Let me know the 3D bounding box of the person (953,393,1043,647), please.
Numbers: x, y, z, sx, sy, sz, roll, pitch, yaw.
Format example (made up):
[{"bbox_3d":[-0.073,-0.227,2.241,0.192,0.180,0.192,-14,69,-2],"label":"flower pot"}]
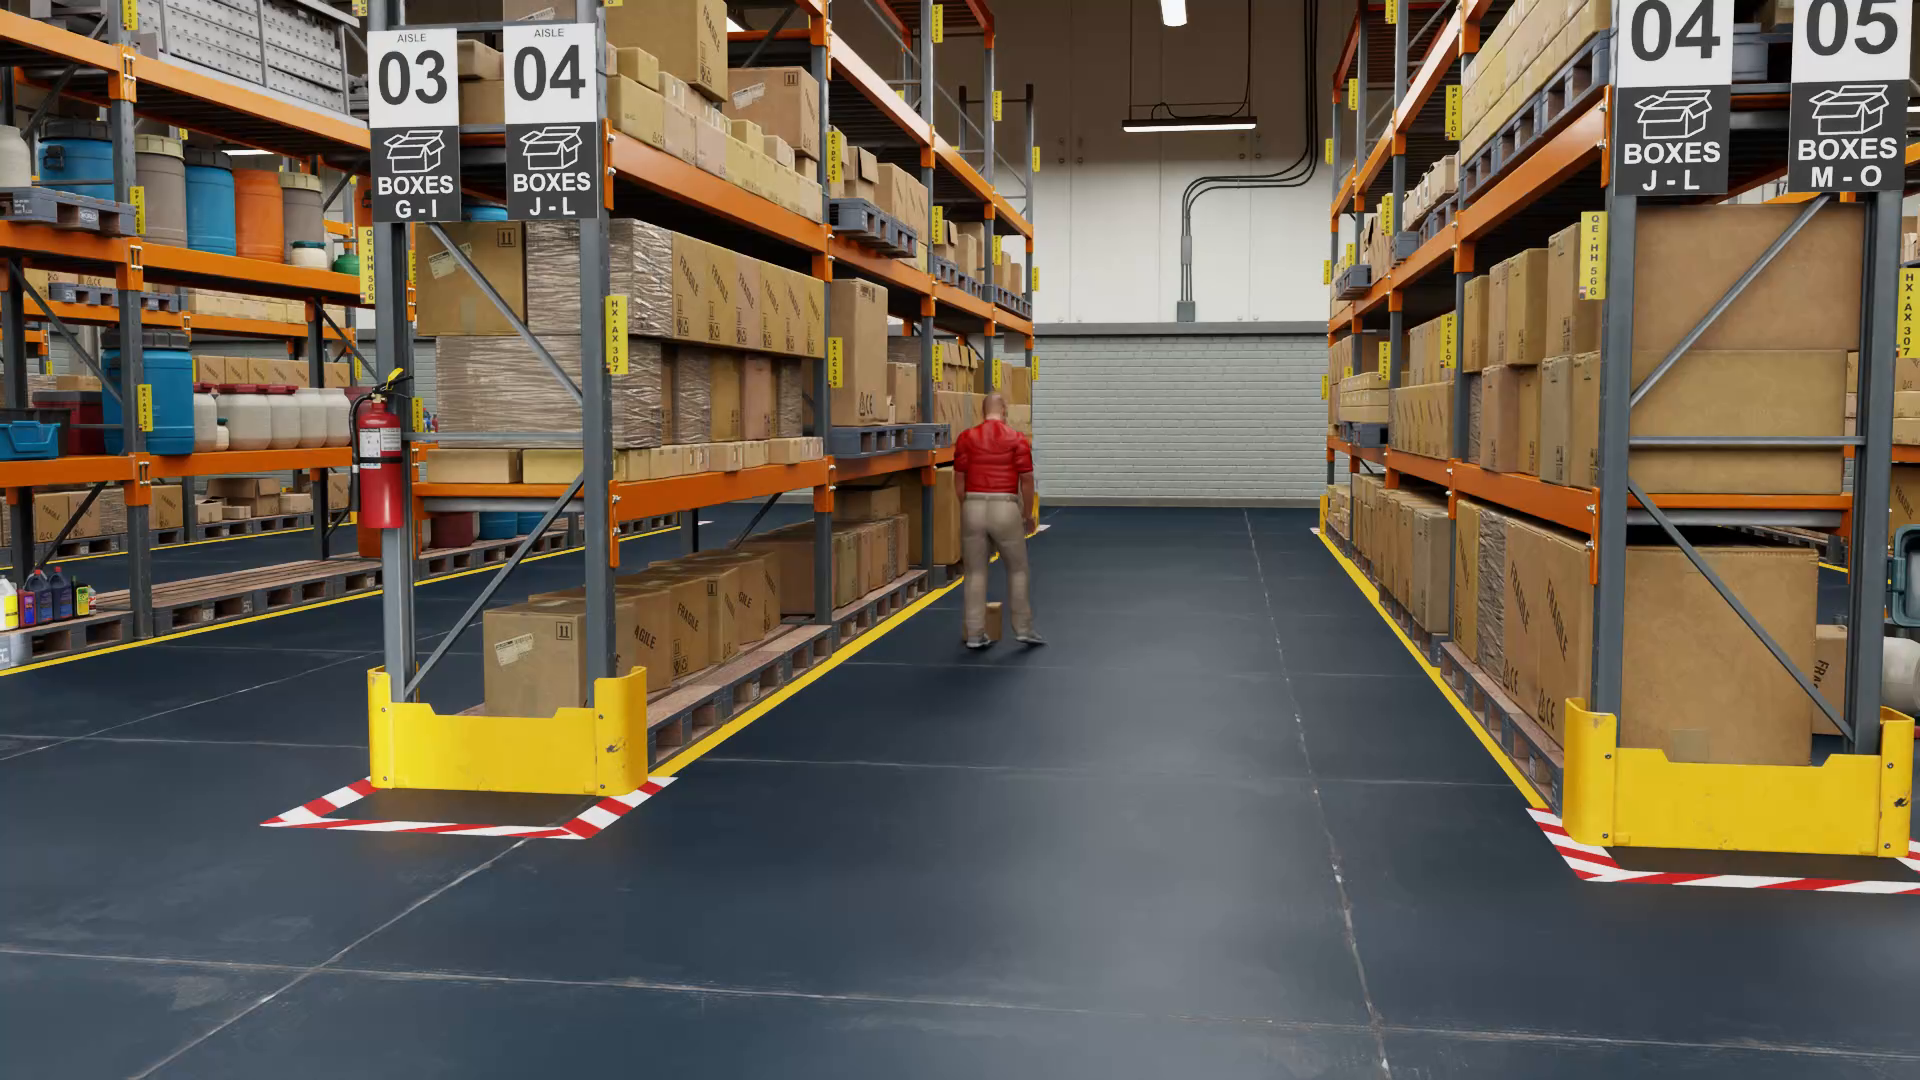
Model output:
[{"bbox_3d":[0.256,-0.135,11.378,0.577,1.736,0.562,1,5,11],"label":"person"}]
